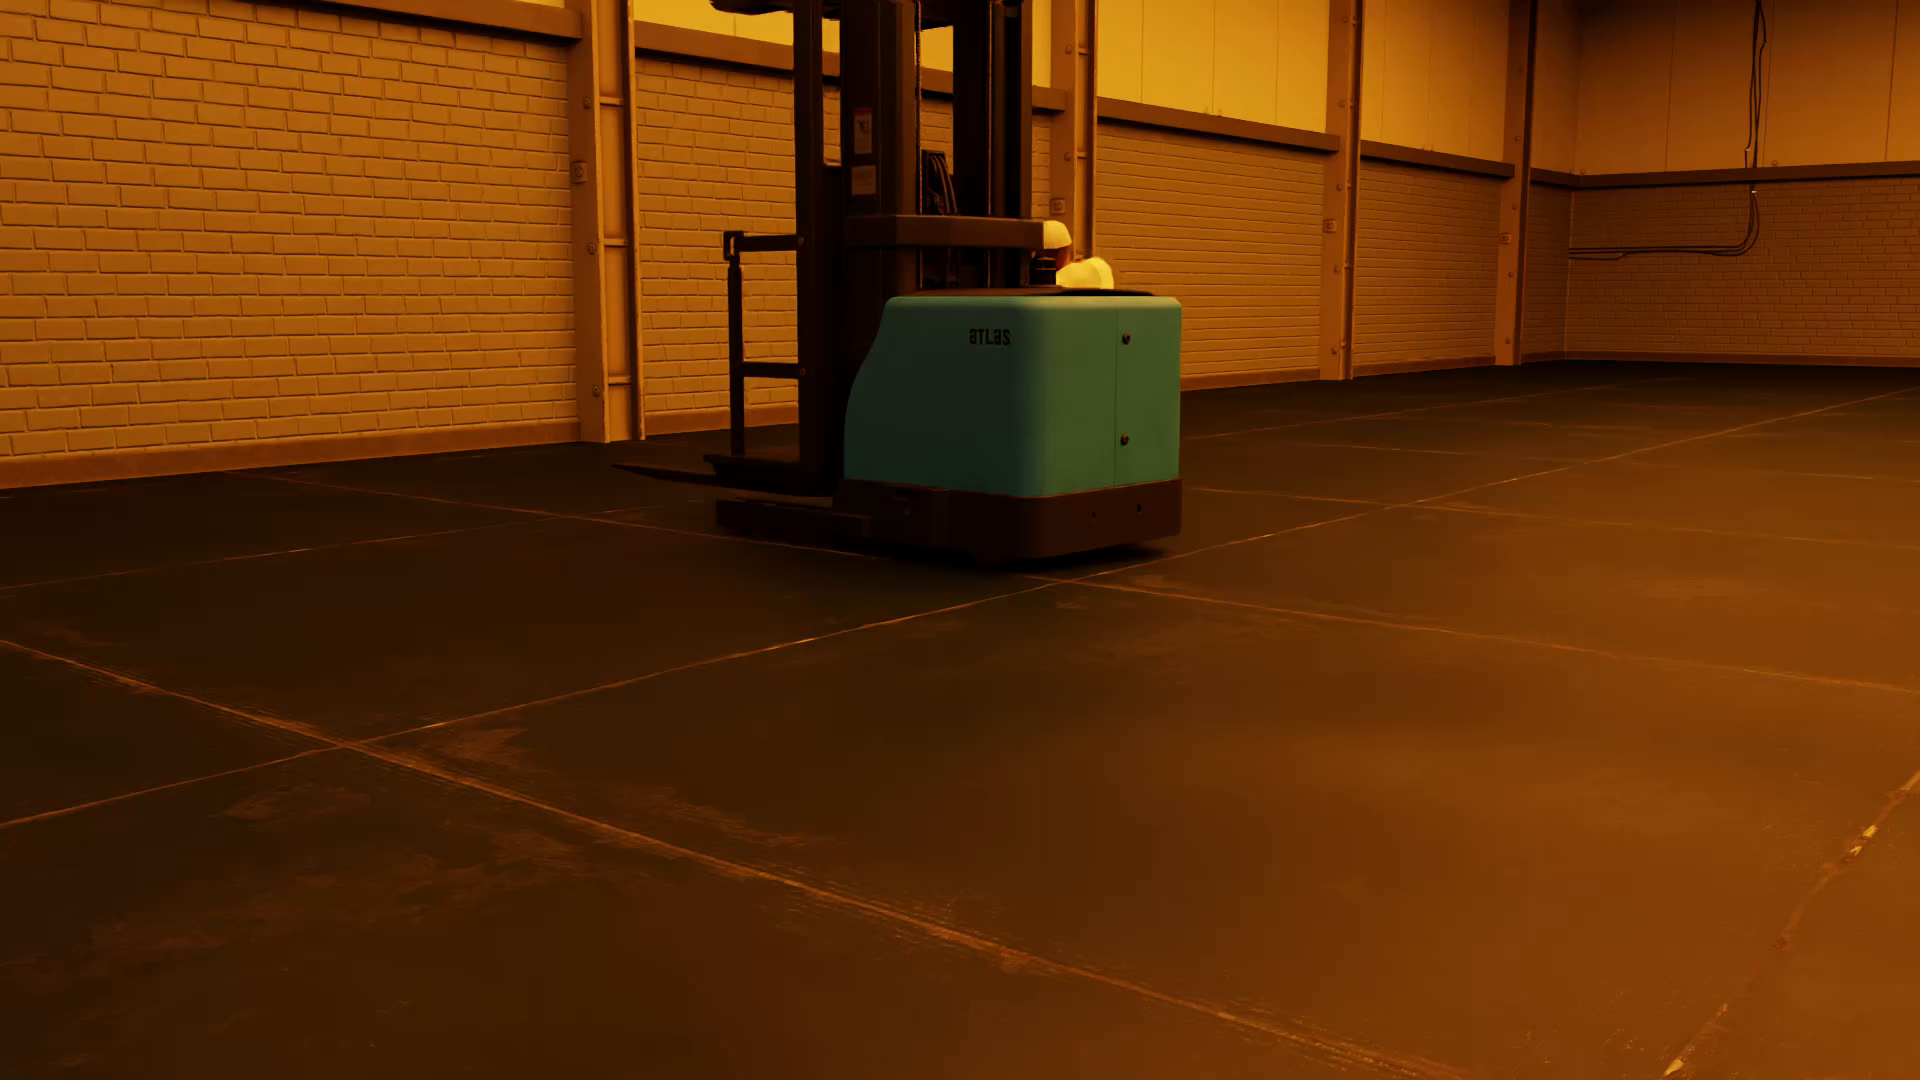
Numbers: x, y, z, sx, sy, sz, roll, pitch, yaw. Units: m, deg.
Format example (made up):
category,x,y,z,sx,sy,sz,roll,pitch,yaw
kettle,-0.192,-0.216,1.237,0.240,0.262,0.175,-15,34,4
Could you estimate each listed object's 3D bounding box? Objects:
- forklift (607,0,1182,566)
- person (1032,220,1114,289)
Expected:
category,x,y,z,sx,sy,sz,roll,pitch,yaw
forklift,-0.477,-1.505,7.568,3.031,2.935,1.130,8,11,42
person,0.456,-1.048,9.452,0.857,1.501,0.995,1,8,9
